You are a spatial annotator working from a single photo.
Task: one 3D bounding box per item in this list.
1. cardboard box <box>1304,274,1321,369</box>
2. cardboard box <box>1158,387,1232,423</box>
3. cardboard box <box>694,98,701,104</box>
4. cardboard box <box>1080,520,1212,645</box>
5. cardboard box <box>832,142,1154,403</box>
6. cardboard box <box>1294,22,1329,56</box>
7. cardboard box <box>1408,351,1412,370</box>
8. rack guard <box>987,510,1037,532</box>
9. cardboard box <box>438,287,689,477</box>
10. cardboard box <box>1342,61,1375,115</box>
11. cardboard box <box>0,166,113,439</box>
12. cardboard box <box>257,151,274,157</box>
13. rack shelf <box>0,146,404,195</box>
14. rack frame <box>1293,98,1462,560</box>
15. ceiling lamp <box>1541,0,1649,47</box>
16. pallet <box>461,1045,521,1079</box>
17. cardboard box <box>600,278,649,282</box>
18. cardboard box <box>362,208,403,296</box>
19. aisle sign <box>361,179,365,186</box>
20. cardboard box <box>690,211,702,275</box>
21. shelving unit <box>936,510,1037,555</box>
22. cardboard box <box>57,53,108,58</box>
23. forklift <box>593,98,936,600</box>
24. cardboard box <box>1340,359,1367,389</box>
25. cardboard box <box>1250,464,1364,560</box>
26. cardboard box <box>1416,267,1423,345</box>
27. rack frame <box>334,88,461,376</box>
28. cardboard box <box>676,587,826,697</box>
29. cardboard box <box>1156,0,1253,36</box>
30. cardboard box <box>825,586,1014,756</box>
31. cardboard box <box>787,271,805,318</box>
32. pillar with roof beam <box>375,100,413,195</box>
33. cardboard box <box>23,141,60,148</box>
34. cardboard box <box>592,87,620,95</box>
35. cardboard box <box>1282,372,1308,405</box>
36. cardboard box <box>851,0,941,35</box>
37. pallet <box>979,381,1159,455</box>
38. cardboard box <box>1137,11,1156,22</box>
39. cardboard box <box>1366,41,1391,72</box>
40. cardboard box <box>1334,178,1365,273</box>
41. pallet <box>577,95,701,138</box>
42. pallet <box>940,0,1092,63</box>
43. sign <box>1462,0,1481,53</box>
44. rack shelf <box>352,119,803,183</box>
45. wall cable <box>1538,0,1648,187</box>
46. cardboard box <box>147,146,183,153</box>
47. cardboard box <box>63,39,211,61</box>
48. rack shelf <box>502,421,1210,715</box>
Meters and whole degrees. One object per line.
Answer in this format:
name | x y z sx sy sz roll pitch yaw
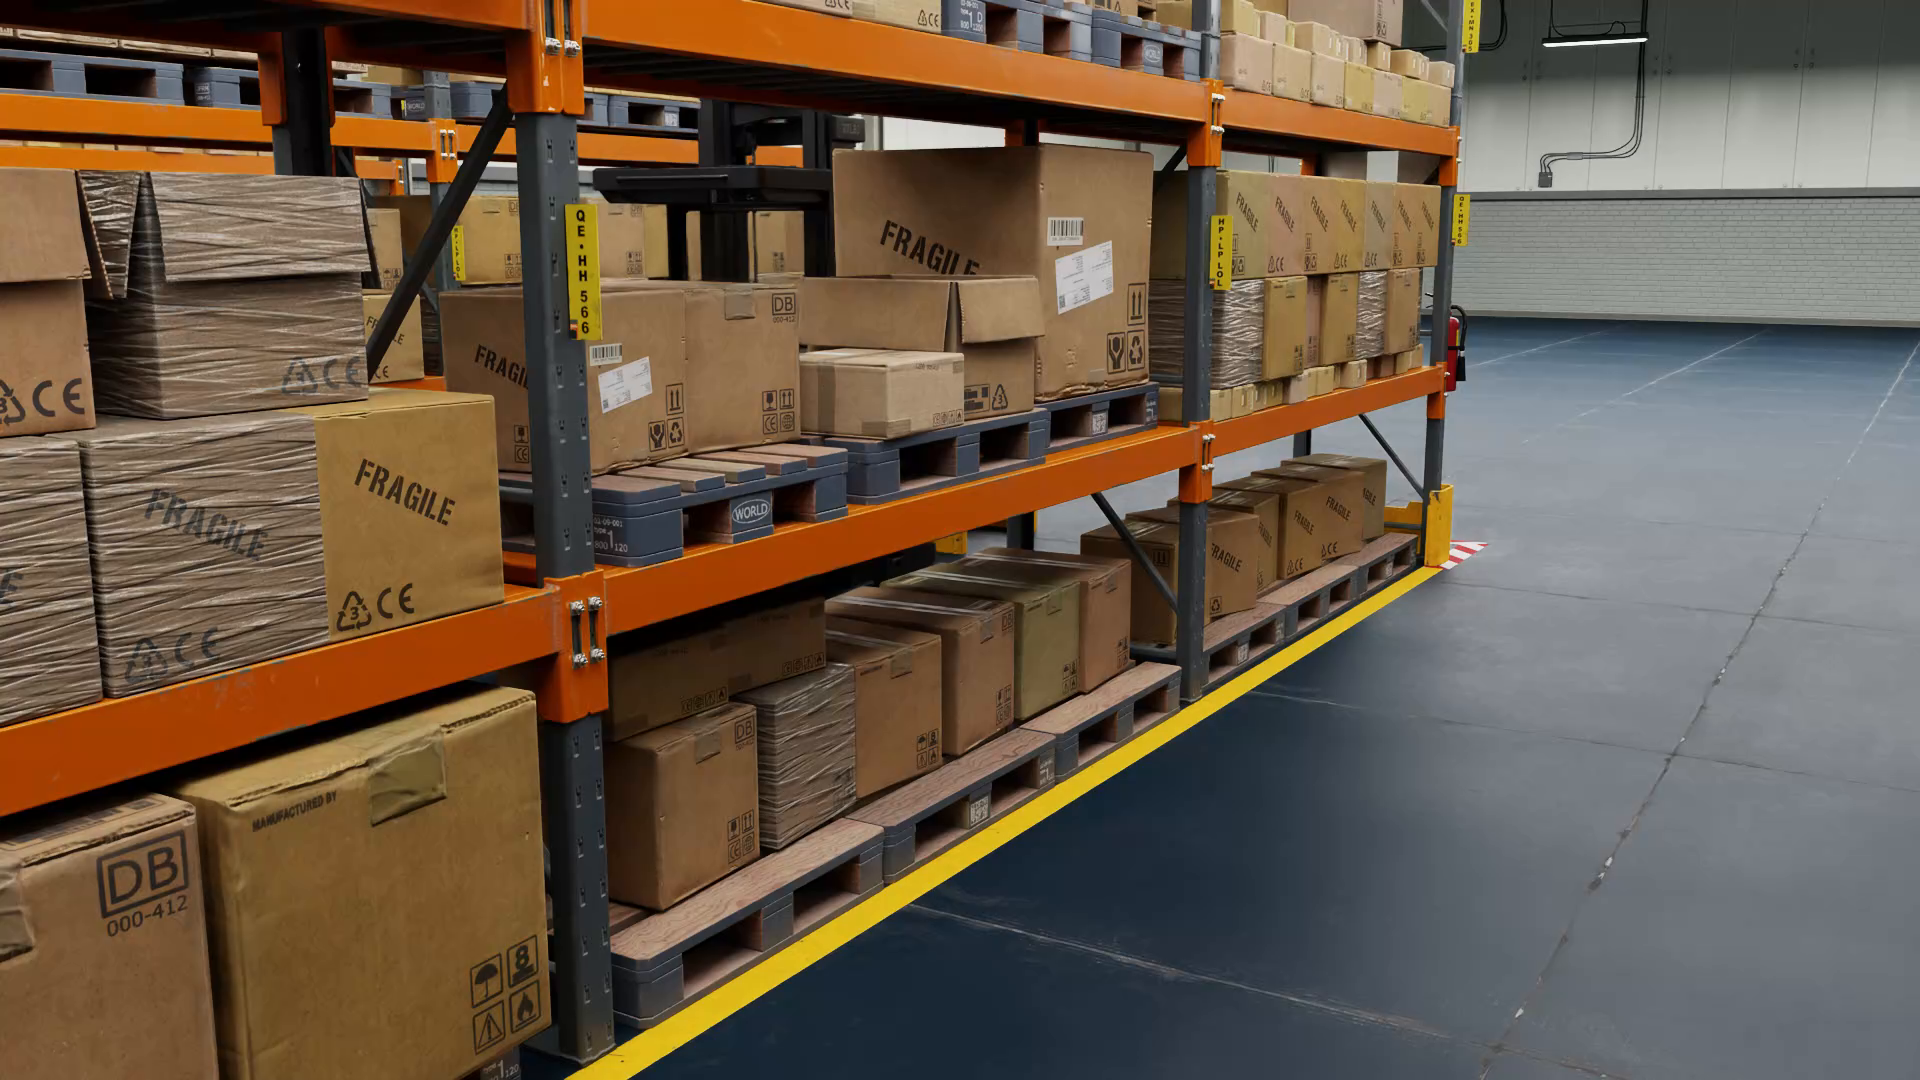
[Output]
cardboard box | 1.436 -1.186 8.973 0.875 0.500 0.500 6 12 31
cardboard box | 1.055 -0.644 7.839 0.380 0.149 0.250 6 12 31
cardboard box | -1.967 -3.203 11.945 0.380 0.149 0.250 6 12 31
cardboard box | 0.928 0.201 8.296 0.500 0.500 0.500 6 12 29
cardboard box | 0.154 -1.152 7.099 1.000 1.000 1.000 6 12 31
cardboard box | 1.661 -2.546 8.489 0.380 0.149 0.250 6 12 30
cardboard box | 2.661 -1.164 10.618 0.380 0.149 0.250 6 12 31
rack guard | 0.298 -0.213 12.328 0.587 0.250 0.087 6 12 31
cardboard box | -1.144 -0.478 4.855 0.500 0.500 0.500 5 12 24
cardboard box | 1.943 -2.454 9.080 0.500 0.250 0.500 6 12 30
cardboard box | -2.125 -0.460 3.175 0.797 0.503 0.637 7 13 32
cardboard box | -6.199 -3.448 14.667 0.380 0.149 0.250 6 12 30
rack shelf | -6.745 -3.144 14.317 1.077 0.370 4.000 6 12 31
rack frame | 2.763 -1.391 11.149 1.000 3.000 0.127 6 12 31
ceiling lamp | 12.862 -11.557 33.284 2.000 3.185 0.800 6 12 31
pallet | -1.864 1.354 4.062 1.003 0.211 1.213 6 12 31
cardboard box | -2.672 -1.547 11.575 0.875 0.550 0.550 6 12 31
cardboard box | -3.753 -1.714 9.884 0.700 0.500 0.500 6 12 30
aisle sign | -5.940 -3.655 16.178 0.394 0.787 0.004 6 12 31
cardboard box | -2.263 -2.261 12.450 0.875 0.550 0.550 6 12 31
shelving unit | 0.040 -0.749 11.795 0.587 1.500 1.083 6 12 31
cardboard box | -4.653 -2.642 8.630 0.396 0.266 0.258 6 12 31
forklift | -1.275 -0.984 9.158 1.130 2.935 3.031 5 12 27
cardboard box | 2.102 -0.957 9.514 0.380 0.149 0.250 6 12 31
cardboard box | 2.143 -0.175 10.305 0.500 0.500 0.500 -10 14 -43
cardboard box | 2.454 -1.503 10.665 0.875 0.500 0.500 6 12 31
rack frame | -3.501 -1.252 10.405 1.000 3.000 0.127 6 12 31
cardboard box | -0.802 0.318 5.578 0.500 0.250 0.500 8 13 37
cardboard box | 1.118 -2.381 7.606 0.380 0.149 0.250 6 12 29
cardboard box | -0.205 0.506 6.613 0.700 0.500 0.500 5 12 26
cardboard box | -1.578 -1.892 13.417 0.875 0.550 0.550 6 12 31
pillar with roof beam | -4.289 -6.270 20.903 9.100 9.000 0.400 6 12 31
cardboard box | -7.226 -3.121 12.920 0.380 0.149 0.250 6 12 31
cardboard box | -2.494 -3.044 11.093 0.380 0.149 0.250 6 12 30
cardboard box | 1.589 -0.800 8.671 0.380 0.149 0.250 6 12 31
cardboard box | -0.403 -1.746 5.299 0.500 0.250 0.500 7 13 32
pallet | 0.165 -0.562 7.239 1.003 0.211 1.213 6 12 31
cardboard box | 0.825 -2.471 8.089 0.380 0.149 0.250 7 12 31
cardboard box | 2.204 -2.711 9.369 0.380 0.149 0.250 6 12 28
cardboard box | 1.905 -1.733 9.175 0.500 0.500 0.500 6 12 31
pallet | -2.433 -3.002 11.840 1.003 0.211 1.213 6 12 31
pallet | -0.261 -1.894 6.193 1.213 0.211 1.003 6 12 31
sign | 3.227 -3.245 10.492 0.100 0.325 0.005 6 12 31
rack shelf | -2.462 -2.687 11.876 1.077 0.370 4.000 6 12 31
wall cable | 15.258 -11.554 39.891 2.305 6.003 0.169 6 12 31
cardboard box | -6.668 -3.280 13.768 0.380 0.149 0.250 6 12 30
cardboard box | -4.223 -2.642 8.505 0.500 0.311 0.500 6 12 29
rack shelf | -0.352 -0.094 6.175 1.077 0.370 4.000 6 12 31
